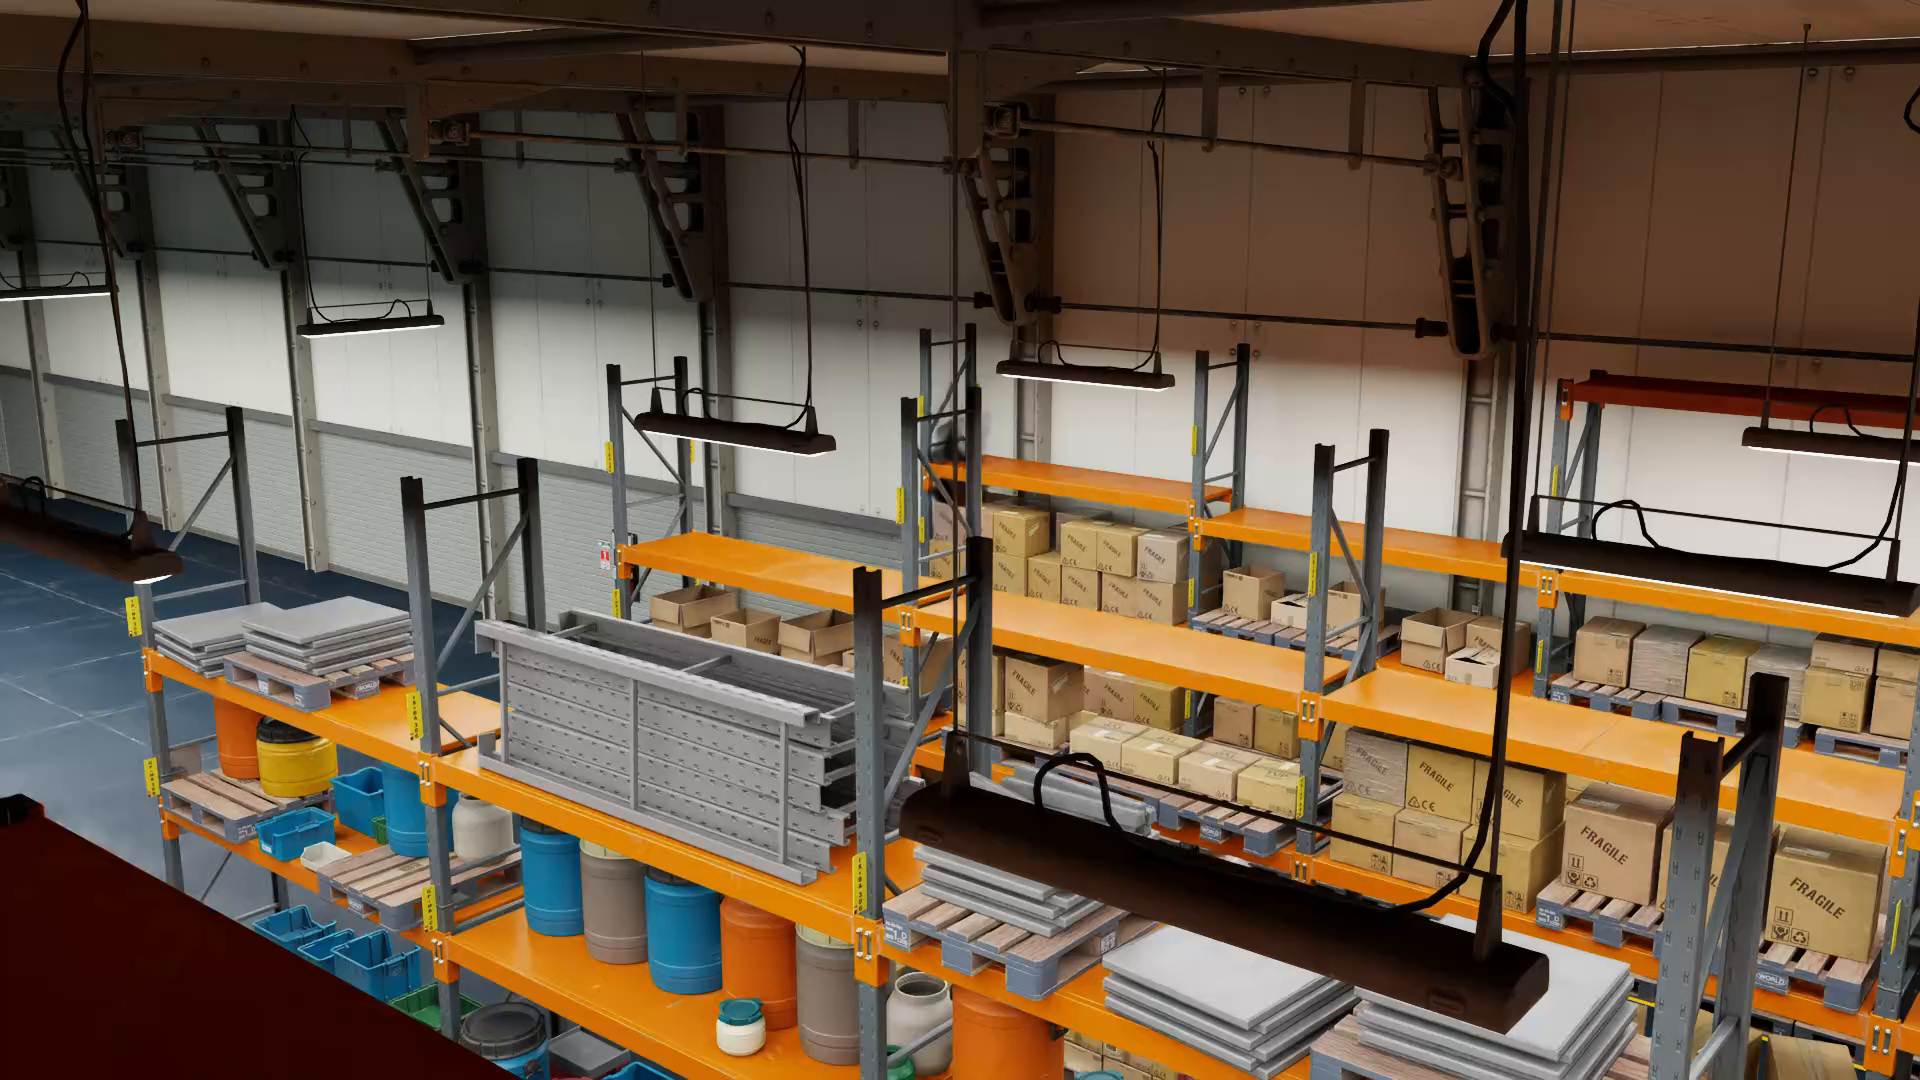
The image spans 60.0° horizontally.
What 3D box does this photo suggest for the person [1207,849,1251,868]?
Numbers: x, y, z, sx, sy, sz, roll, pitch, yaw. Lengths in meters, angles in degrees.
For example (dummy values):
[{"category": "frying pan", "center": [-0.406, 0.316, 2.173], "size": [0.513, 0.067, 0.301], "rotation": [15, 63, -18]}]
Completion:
[{"category": "person", "center": [2.462, 3.643, 15.998], "size": [0.835, 1.834, 0.654], "rotation": [10, 16, 37]}]
